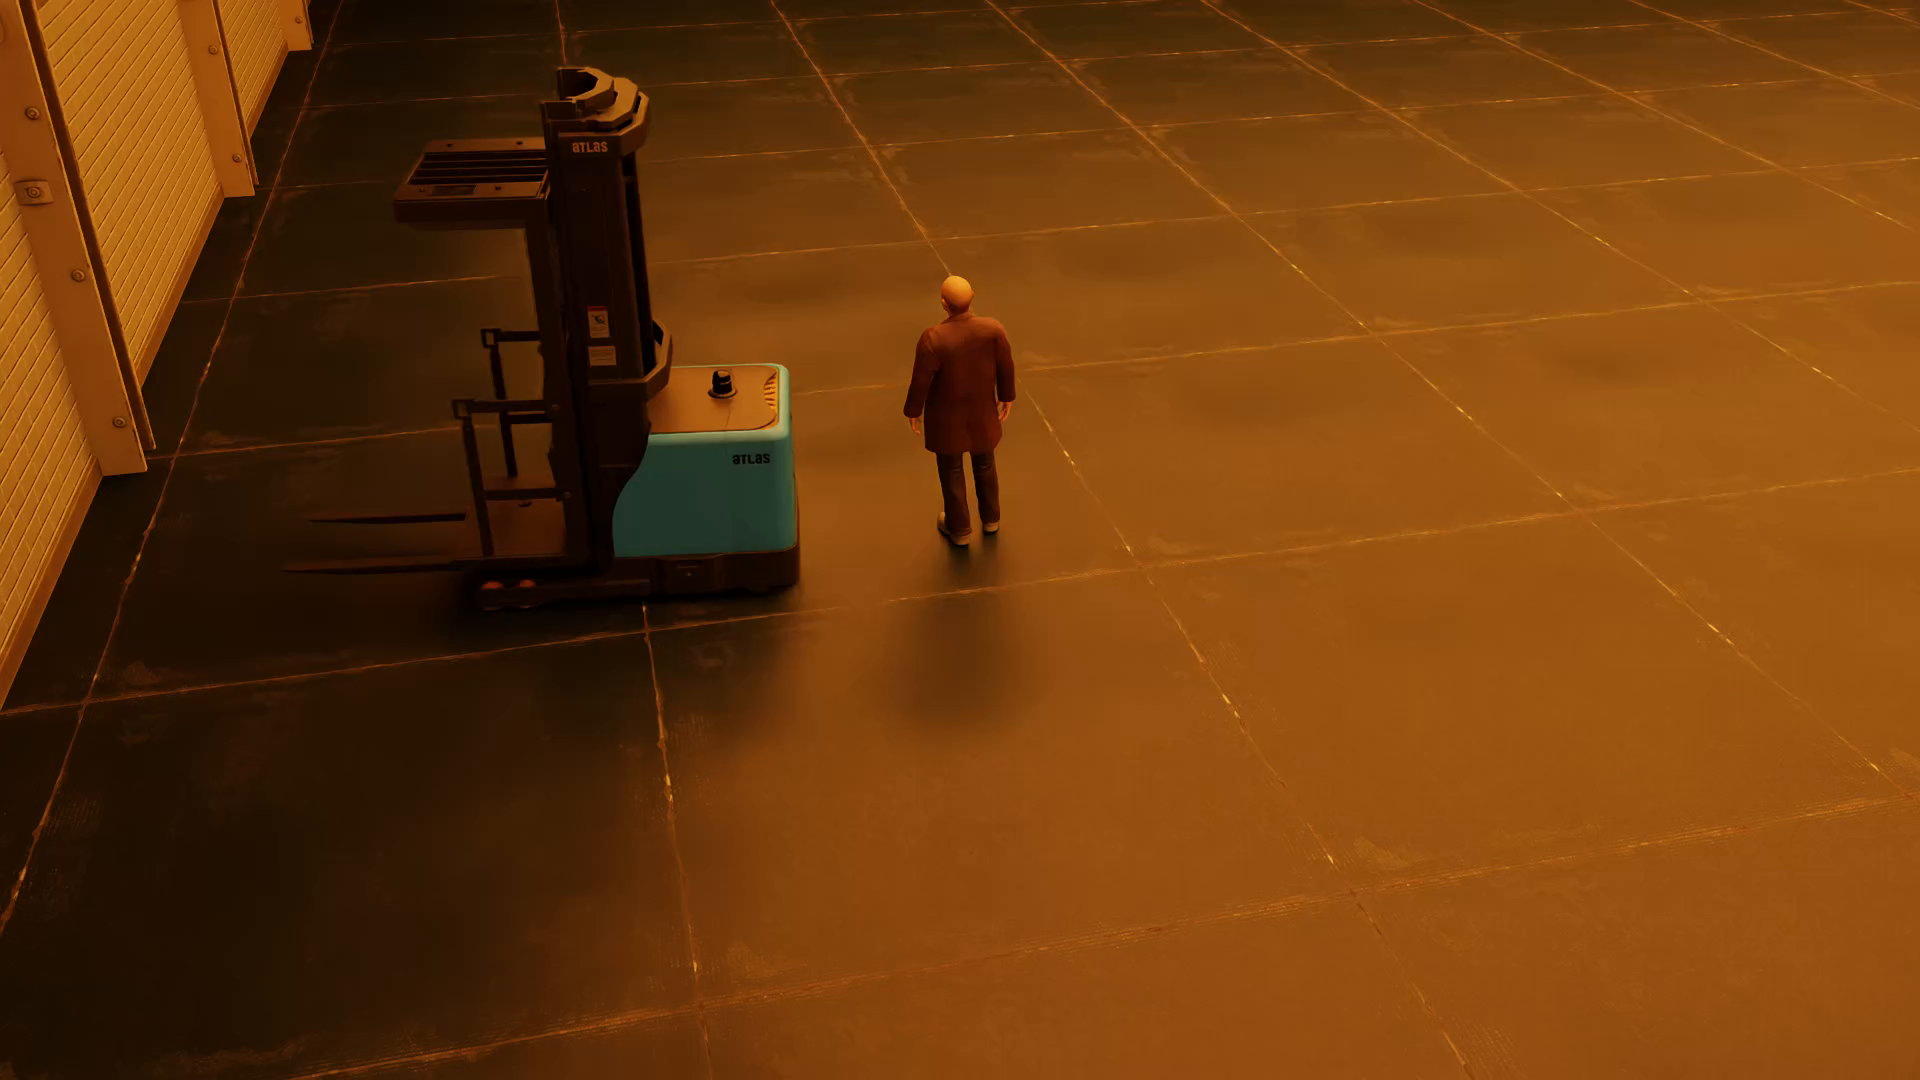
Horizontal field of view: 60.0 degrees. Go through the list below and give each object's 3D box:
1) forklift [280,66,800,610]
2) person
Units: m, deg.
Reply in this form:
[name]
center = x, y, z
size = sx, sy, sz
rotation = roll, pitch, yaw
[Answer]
[forklift]
center = -2.510, -1.133, 9.531
size = 3.031, 2.935, 1.130
rotation = -3, 30, -4
[person]
center = -0.017, -0.821, 10.128
size = 0.698, 1.776, 0.581
rotation = -7, 31, -12
